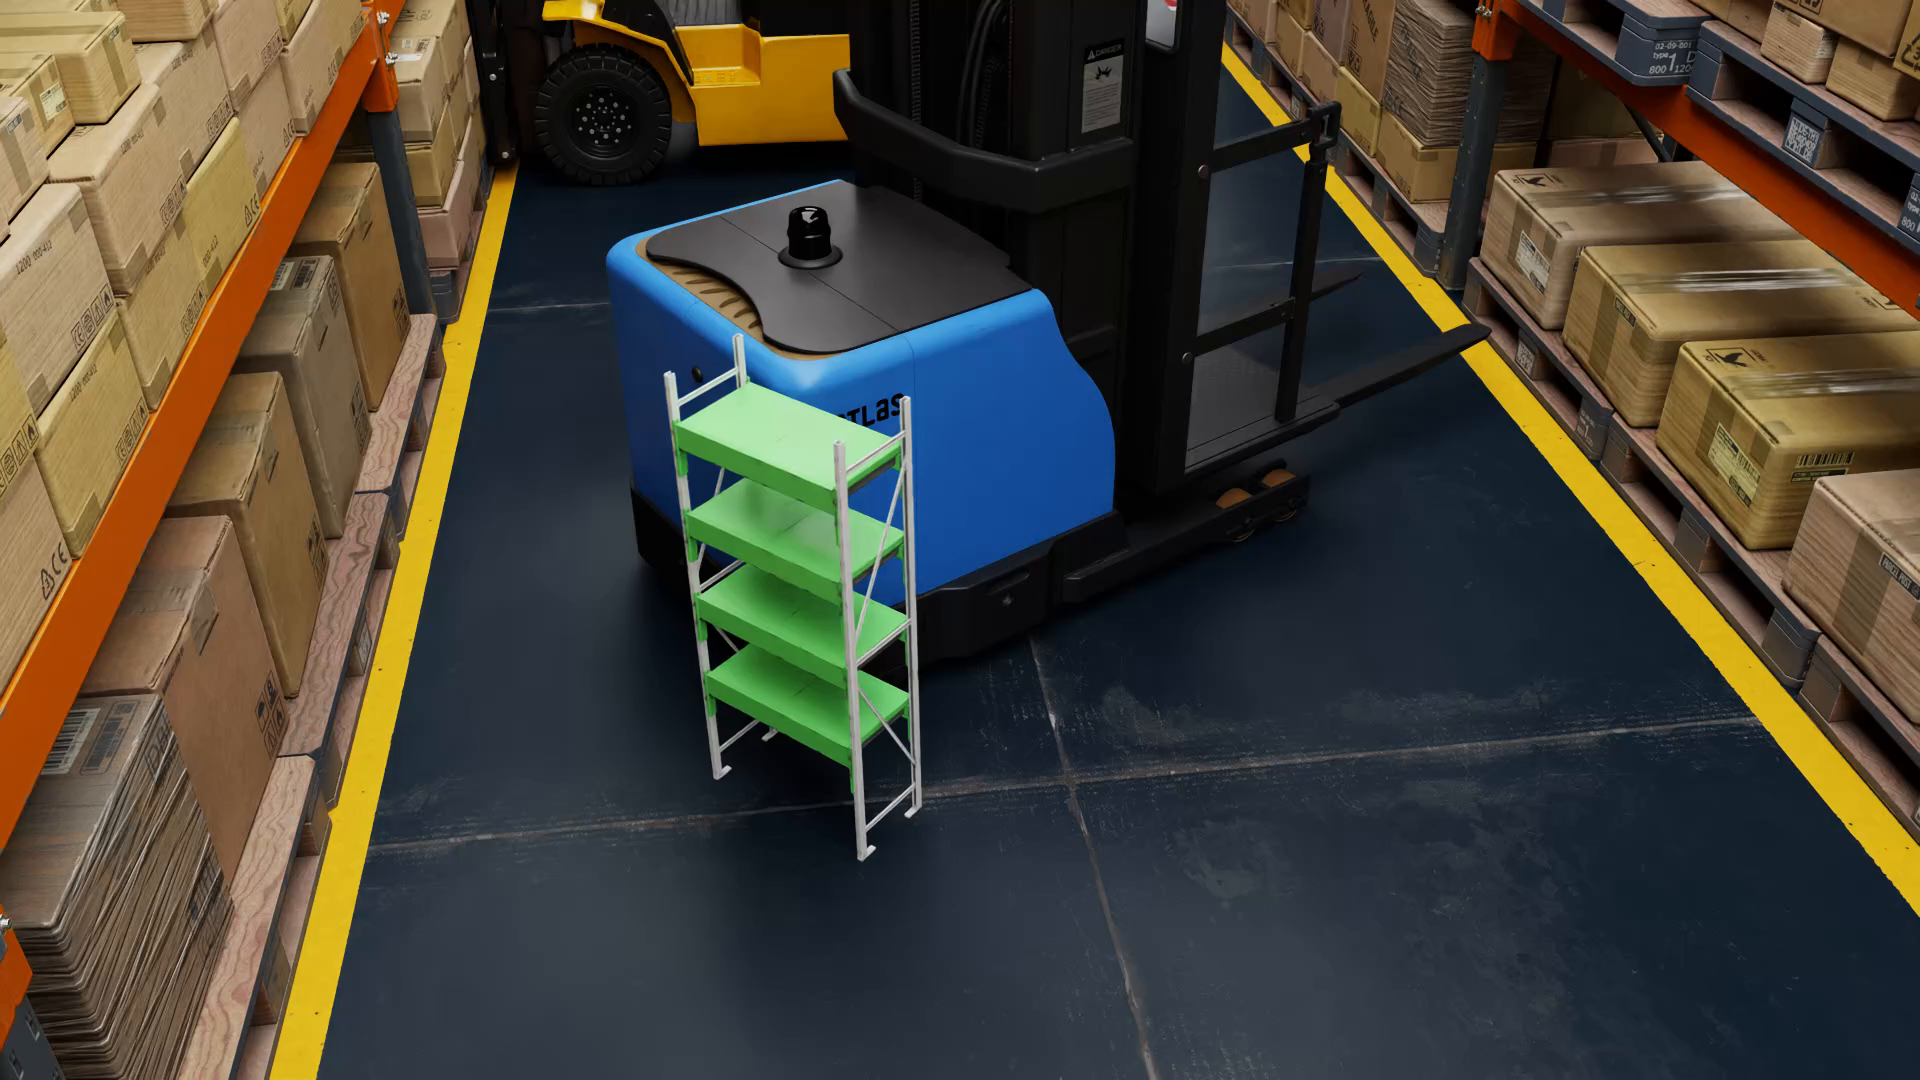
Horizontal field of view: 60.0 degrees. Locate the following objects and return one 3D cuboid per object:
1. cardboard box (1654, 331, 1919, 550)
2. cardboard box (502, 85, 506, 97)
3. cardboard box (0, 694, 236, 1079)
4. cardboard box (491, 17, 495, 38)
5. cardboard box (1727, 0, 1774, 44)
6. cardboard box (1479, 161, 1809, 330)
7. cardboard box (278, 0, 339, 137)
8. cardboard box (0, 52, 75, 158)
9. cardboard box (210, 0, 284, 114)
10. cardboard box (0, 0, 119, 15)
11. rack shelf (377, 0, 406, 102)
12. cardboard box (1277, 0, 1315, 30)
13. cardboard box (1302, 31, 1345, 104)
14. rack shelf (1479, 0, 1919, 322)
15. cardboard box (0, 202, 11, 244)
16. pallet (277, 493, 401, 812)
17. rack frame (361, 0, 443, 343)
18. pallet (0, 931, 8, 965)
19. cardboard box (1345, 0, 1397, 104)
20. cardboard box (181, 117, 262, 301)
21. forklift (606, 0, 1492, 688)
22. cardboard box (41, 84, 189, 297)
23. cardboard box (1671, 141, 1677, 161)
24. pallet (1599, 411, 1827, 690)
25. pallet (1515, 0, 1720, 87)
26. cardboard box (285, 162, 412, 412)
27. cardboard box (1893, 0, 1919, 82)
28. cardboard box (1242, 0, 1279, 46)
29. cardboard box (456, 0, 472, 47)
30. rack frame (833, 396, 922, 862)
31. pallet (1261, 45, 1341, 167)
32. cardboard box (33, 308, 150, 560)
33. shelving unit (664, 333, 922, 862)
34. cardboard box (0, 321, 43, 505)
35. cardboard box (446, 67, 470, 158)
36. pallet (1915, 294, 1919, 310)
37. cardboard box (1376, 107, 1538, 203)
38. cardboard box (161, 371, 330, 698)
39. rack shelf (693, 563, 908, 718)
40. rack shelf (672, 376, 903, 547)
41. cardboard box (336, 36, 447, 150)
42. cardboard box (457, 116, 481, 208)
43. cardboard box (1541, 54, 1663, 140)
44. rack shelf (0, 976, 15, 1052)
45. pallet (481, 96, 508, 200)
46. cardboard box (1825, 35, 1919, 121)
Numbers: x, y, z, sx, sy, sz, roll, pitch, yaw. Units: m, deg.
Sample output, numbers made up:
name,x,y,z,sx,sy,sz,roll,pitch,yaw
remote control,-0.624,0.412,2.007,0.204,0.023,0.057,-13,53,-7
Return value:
name,x,y,z,sx,sy,sz,roll,pitch,yaw
cardboard box,2.719,-0.315,5.010,0.950,0.372,0.625,-3,34,-5
cardboard box,-2.421,-2.116,7.760,0.500,0.250,0.500,-3,34,-5
cardboard box,-2.000,0.760,3.207,0.875,0.625,0.625,-3,34,-5
cardboard box,-2.420,-2.312,7.605,0.500,0.250,0.500,-4,35,-7
cardboard box,2.375,-1.469,4.593,0.380,0.149,0.250,-4,34,-6
cardboard box,2.524,-1.104,6.167,0.950,0.372,0.625,-4,34,-6
cardboard box,-2.067,-1.328,4.668,0.500,0.250,0.500,-5,35,-7
cardboard box,-1.889,-0.782,3.069,0.380,0.149,0.250,-4,34,-6
cardboard box,-2.009,-1.249,4.108,0.500,0.250,0.500,-4,34,-5
cardboard box,-1.995,-1.066,3.485,0.380,0.149,0.250,-4,35,-6
rack shelf,-2.737,-2.750,7.260,1.077,0.370,4.000,-4,35,-6
cardboard box,1.885,-2.832,8.145,0.500,0.500,0.500,-4,34,-5
cardboard box,1.959,-2.236,7.937,0.500,0.250,0.500,-4,34,-6
rack shelf,2.719,-0.896,4.540,1.077,0.370,4.000,-4,35,-6
cardboard box,-1.778,-0.499,2.654,0.380,0.149,0.250,-3,34,-5
pallet,-2.162,0.312,4.605,1.003,0.211,1.213,-4,35,-6
rack frame,-2.468,-1.931,5.420,1.000,3.000,0.127,-4,35,-6
pallet,-1.769,0.753,1.651,1.213,0.211,1.003,-4,35,-6
cardboard box,2.035,-2.250,7.291,0.500,0.500,0.500,-4,34,-6
cardboard box,-1.954,-0.761,3.836,0.500,0.250,0.500,-3,34,-5
forklift,0.499,-1.421,4.733,3.031,2.935,1.130,-23,40,-30
cardboard box,-1.866,-0.683,3.277,0.500,0.250,0.500,-5,35,-8
cardboard box,3.655,-1.978,7.707,0.500,0.500,0.500,20,39,26
pallet,2.724,-0.040,5.121,1.003,0.211,1.213,-4,35,-6
pallet,2.409,-1.792,5.387,1.003,0.211,1.213,-4,35,-6
cardboard box,-2.386,-0.833,5.545,0.875,0.625,0.625,-3,34,-4
cardboard box,2.502,-1.217,3.646,0.500,0.500,0.500,-7,35,-10
cardboard box,1.808,-2.822,8.796,0.500,0.250,0.500,-3,34,-5
cardboard box,-2.359,-2.238,7.051,0.500,0.250,0.500,-3,34,-5
rack frame,-0.179,0.241,3.828,0.015,1.200,0.240,23,41,30
pallet,2.158,-2.211,8.307,1.003,0.211,1.213,-4,35,-6
cardboard box,-1.810,-0.184,2.990,0.500,0.250,0.500,-5,35,-7
shelving unit,-0.374,0.159,3.949,0.503,1.200,0.258,23,41,30
cardboard box,-1.722,-0.112,2.439,0.500,0.250,0.500,-4,35,-6
cardboard box,-2.296,-1.749,6.778,0.500,0.250,0.500,-5,35,-7
pallet,2.787,-0.387,3.325,1.213,0.211,1.003,-4,35,-6
cardboard box,2.105,-1.656,7.085,0.500,0.250,0.500,-3,34,-4
cardboard box,-2.186,0.020,4.293,0.875,0.625,0.625,-6,35,-8
rack shelf,-0.374,0.211,3.986,0.480,0.148,0.258,23,41,30
rack shelf,-0.377,-0.183,3.712,0.480,0.148,0.258,23,41,30
cardboard box,-2.222,-1.675,6.225,0.500,0.250,0.500,-5,35,-7
cardboard box,-2.288,-1.546,6.923,0.500,0.250,0.500,-5,35,-7
cardboard box,2.639,-2.006,6.933,0.500,0.500,0.500,-3,34,-4
rack shelf,-1.661,1.714,0.710,1.077,0.370,4.000,-4,35,-6
pallet,-2.700,-1.908,7.862,1.003,0.211,1.213,-4,35,-6
cardboard box,2.424,-1.170,4.154,0.380,0.149,0.250,-5,35,-8
